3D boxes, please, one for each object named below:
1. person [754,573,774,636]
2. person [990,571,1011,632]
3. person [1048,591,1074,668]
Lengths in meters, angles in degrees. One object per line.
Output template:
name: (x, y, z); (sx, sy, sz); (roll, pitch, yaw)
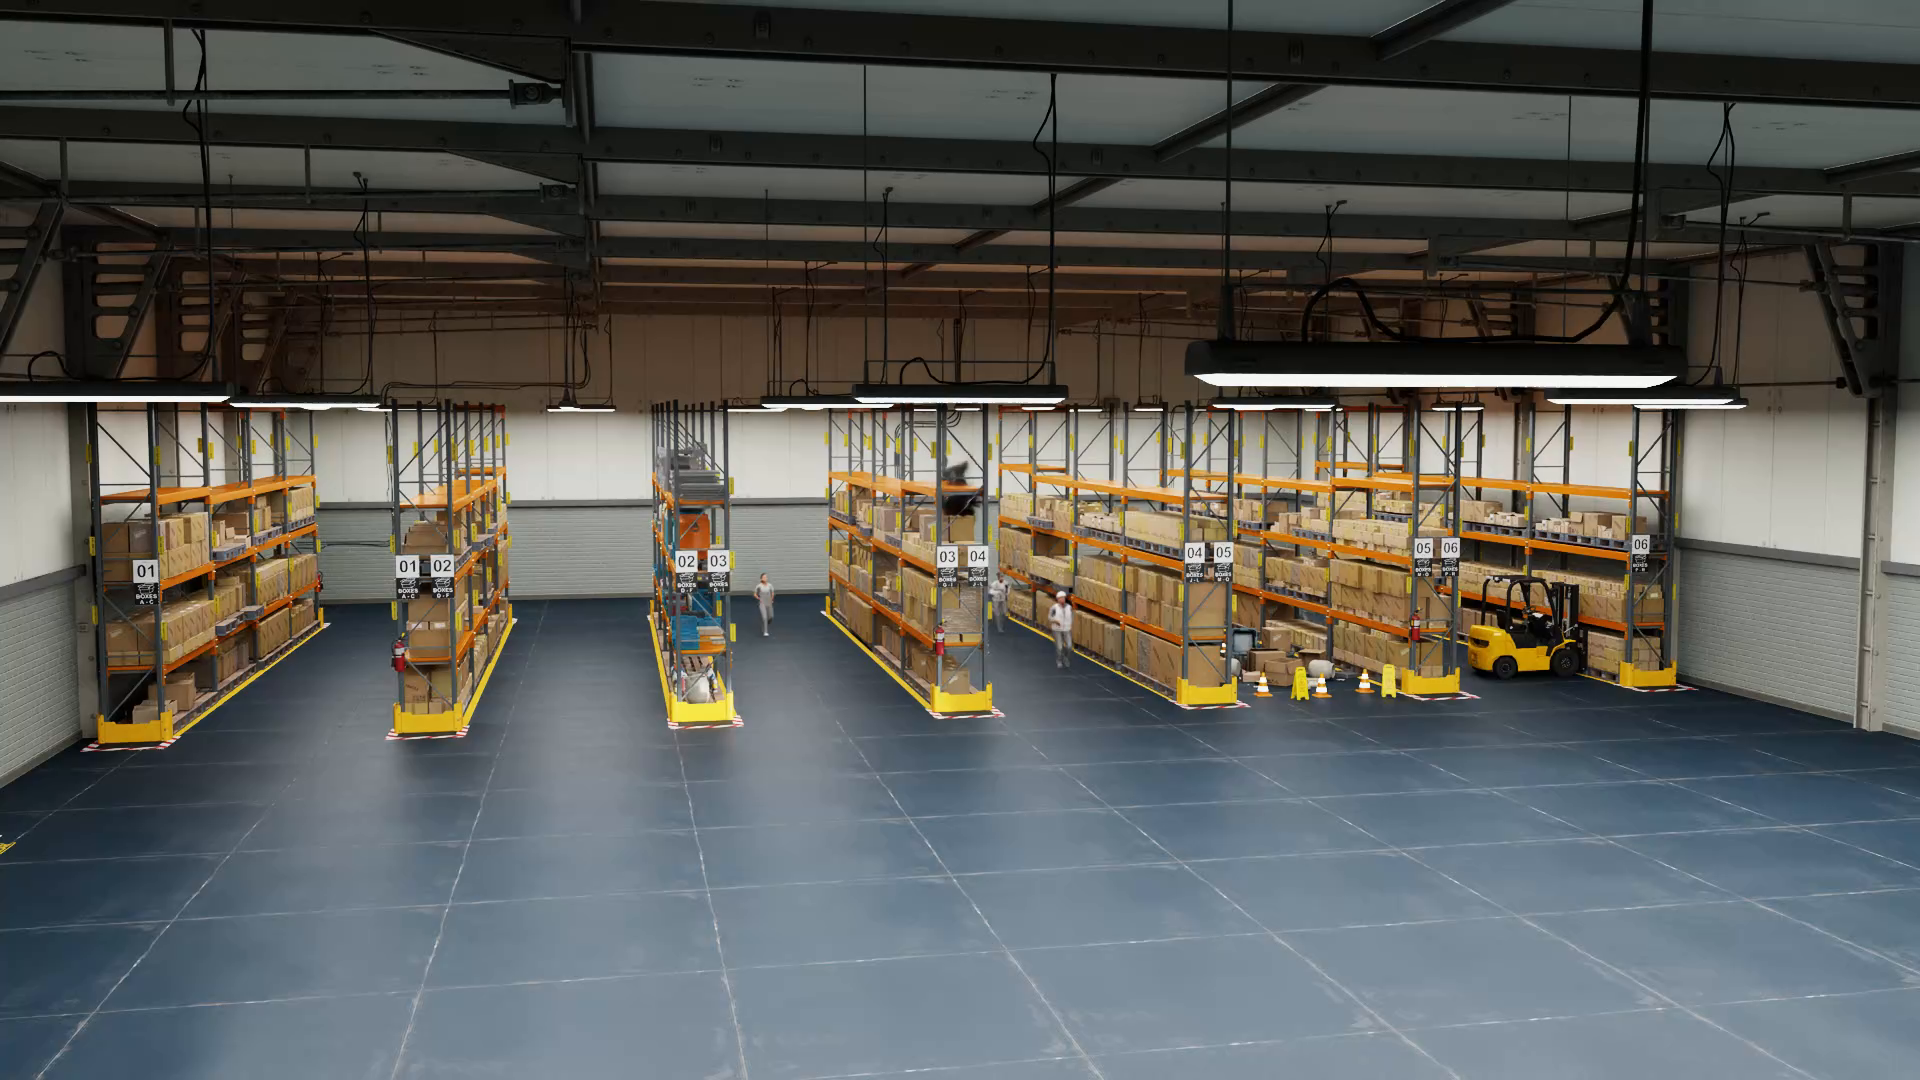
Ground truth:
person: (-5.054, 1.668, 43.028); (0.561, 1.620, 0.588); (-2, 5, -23)
person: (1.083, 1.619, 43.751); (0.601, 1.625, 0.708); (-1, 4, -9)
person: (2.299, 2.026, 37.415); (0.657, 1.748, 0.638); (-1, 4, -10)
